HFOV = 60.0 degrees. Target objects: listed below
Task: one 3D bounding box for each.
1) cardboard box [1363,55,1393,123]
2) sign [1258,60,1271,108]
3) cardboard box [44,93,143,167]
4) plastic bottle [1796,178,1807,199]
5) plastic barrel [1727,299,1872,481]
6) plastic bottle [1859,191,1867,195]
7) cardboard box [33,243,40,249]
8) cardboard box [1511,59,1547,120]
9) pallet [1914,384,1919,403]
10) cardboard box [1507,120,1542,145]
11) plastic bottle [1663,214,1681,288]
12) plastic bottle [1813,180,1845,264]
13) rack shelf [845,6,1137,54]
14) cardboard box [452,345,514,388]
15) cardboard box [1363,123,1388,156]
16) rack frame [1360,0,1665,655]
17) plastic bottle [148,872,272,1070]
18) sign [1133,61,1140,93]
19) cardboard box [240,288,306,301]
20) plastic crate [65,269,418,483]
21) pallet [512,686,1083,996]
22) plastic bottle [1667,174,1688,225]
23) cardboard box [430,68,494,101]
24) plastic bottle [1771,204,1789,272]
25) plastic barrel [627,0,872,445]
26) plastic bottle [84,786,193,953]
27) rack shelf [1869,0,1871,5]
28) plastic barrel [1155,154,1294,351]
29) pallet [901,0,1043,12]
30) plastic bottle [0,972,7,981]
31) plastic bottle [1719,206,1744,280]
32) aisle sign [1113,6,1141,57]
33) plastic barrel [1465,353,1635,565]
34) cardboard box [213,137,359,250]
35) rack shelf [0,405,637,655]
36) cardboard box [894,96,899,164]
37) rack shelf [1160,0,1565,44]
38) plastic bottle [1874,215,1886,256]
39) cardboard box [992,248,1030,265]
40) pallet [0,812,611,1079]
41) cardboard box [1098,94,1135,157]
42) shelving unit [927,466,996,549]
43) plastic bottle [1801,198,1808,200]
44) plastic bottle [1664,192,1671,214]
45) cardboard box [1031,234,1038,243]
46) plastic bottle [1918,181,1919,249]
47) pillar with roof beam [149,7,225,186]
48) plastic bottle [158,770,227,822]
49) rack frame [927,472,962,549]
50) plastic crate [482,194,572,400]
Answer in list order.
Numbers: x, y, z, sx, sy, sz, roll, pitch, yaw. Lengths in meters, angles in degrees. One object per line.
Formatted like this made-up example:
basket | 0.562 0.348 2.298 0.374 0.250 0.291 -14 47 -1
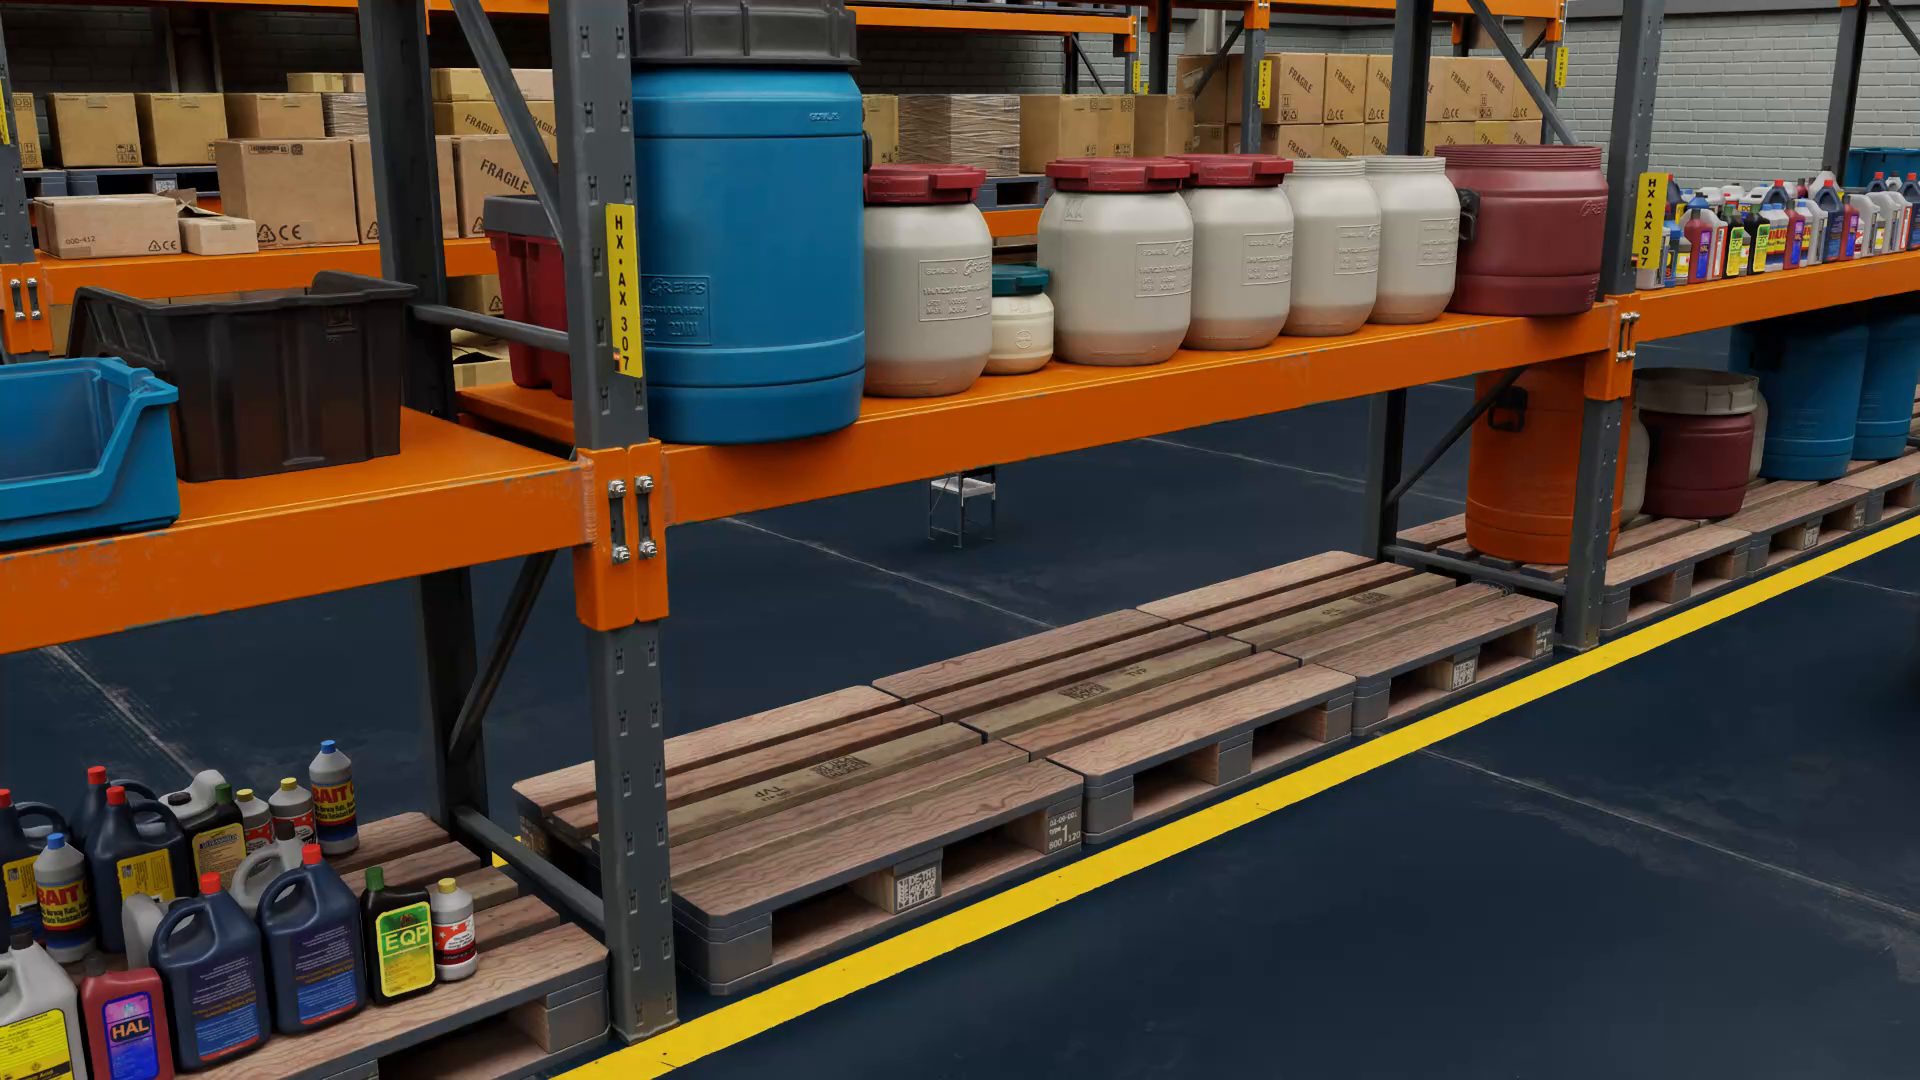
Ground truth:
cardboard box | 3.106 -3.505 12.928 0.500 0.500 0.500 -13 20 -41
sign | 2.155 -3.226 11.771 0.005 0.325 0.100 -13 19 -39
cardboard box | -6.192 -2.934 11.875 0.500 0.500 0.700 -10 18 -32
plastic bottle | 4.380 -1.751 8.719 0.133 0.283 0.061 -13 19 -39
plastic barrel | 4.081 -0.789 8.145 0.708 0.901 0.600 -13 19 -39
plastic bottle | 4.200 -1.491 7.769 0.097 0.271 0.097 0 15 0
cardboard box | -6.627 -1.953 11.787 0.500 0.250 0.500 -13 20 -41
cardboard box | 4.651 -3.854 14.235 0.500 0.500 0.500 -13 20 -40
pallet | 6.487 -0.802 10.343 1.213 0.211 1.003 -13 19 -39
cardboard box | 4.647 -3.371 14.365 0.500 0.500 0.500 -12 19 -38
plastic bottle | 2.664 -1.094 6.283 0.097 0.271 0.097 0 15 0
plastic bottle | 3.728 -1.379 7.197 0.185 0.351 0.144 -13 19 -39
rack shelf | 0.043 -5.178 16.905 4.000 0.370 1.077 -13 19 -39
cardboard box | -2.613 -0.846 8.534 0.500 0.311 0.500 -12 19 -38
cardboard box | 3.115 -3.027 13.077 0.500 0.500 0.500 -13 20 -40
rack frame | 2.020 -1.132 6.174 0.127 3.000 1.000 -13 19 -39
plastic bottle | -1.439 0.811 3.182 0.185 0.351 0.144 -14 20 -42
sign | 1.897 -4.981 17.884 0.005 0.325 0.100 -13 19 -39
cardboard box | -5.458 -1.868 12.923 0.500 0.500 0.700 -13 20 -39
plastic crate | -1.476 -0.360 3.406 0.504 0.338 0.767 -13 19 -39
pallet | -0.431 0.753 4.523 1.213 0.211 1.003 -13 19 -39
plastic bottle | 3.294 -1.526 7.745 0.185 0.351 0.144 -13 19 -39
cardboard box | -3.950 -3.656 13.362 0.500 0.250 0.500 -12 19 -38
plastic bottle | 3.361 -1.251 6.869 0.097 0.271 0.097 0 15 0
plastic barrel | -0.508 -0.703 3.596 0.708 0.901 0.600 -13 19 -39
plastic bottle | -1.785 0.697 3.607 0.185 0.351 0.144 -13 19 -39
rack shelf | 6.546 -3.250 9.685 4.000 0.370 1.077 -13 19 -39
plastic barrel | 0.748 -0.837 4.806 0.433 0.535 0.433 0 15 0
pallet | 0.078 -5.486 16.836 1.213 0.211 1.003 -13 19 -39
plastic bottle | -1.770 0.883 3.044 0.133 0.283 0.061 -13 19 -39
plastic bottle | 3.038 -1.178 6.573 0.133 0.283 0.061 -13 19 -39
aisle sign | 1.803 -5.625 17.959 0.004 0.787 0.394 -13 19 -39
plastic barrel | 2.377 -0.372 6.722 0.708 0.830 0.600 -13 19 -39
cardboard box | -3.259 -1.683 8.046 0.500 0.500 0.500 -11 18 -35
rack shelf | -2.507 0.232 2.461 4.000 0.370 1.077 -13 19 -39
cardboard box | -1.046 -3.971 16.224 0.700 0.700 0.980 -12 19 -39
rack shelf | 3.297 -4.215 13.297 4.000 0.370 1.077 -13 19 -39
plastic bottle | 4.125 -1.388 7.520 0.097 0.201 0.097 0 15 0
cardboard box | 0.131 -1.852 11.410 0.500 0.250 0.500 -13 20 -40
pallet | -1.532 0.999 3.601 1.213 0.211 1.003 -13 19 -39
cardboard box | 0.807 -2.860 11.636 0.500 0.500 0.700 -9 17 -31
shelving unit | 0.006 -0.436 7.639 0.210 0.900 0.258 -13 19 -39
plastic bottle | 4.258 -1.626 8.409 0.097 0.201 0.097 0 15 0
plastic bottle | 3.141 -1.424 7.493 0.133 0.283 0.061 -13 19 -39
cardboard box | 0.711 -3.188 17.902 0.500 0.500 0.700 -13 20 -40
plastic bottle | 4.558 -1.566 7.895 0.185 0.351 0.144 -13 19 -39
pillar with roof beam | -3.206 -5.069 9.288 0.400 9.000 9.100 -13 19 -39
plastic bottle | -1.752 0.678 3.824 0.135 0.276 0.152 -12 19 -37
rack frame | -0.071 -0.419 7.575 0.006 0.900 0.240 -13 19 -39
plastic crate | -0.834 -0.626 4.159 0.583 0.464 0.402 -13 19 -39
